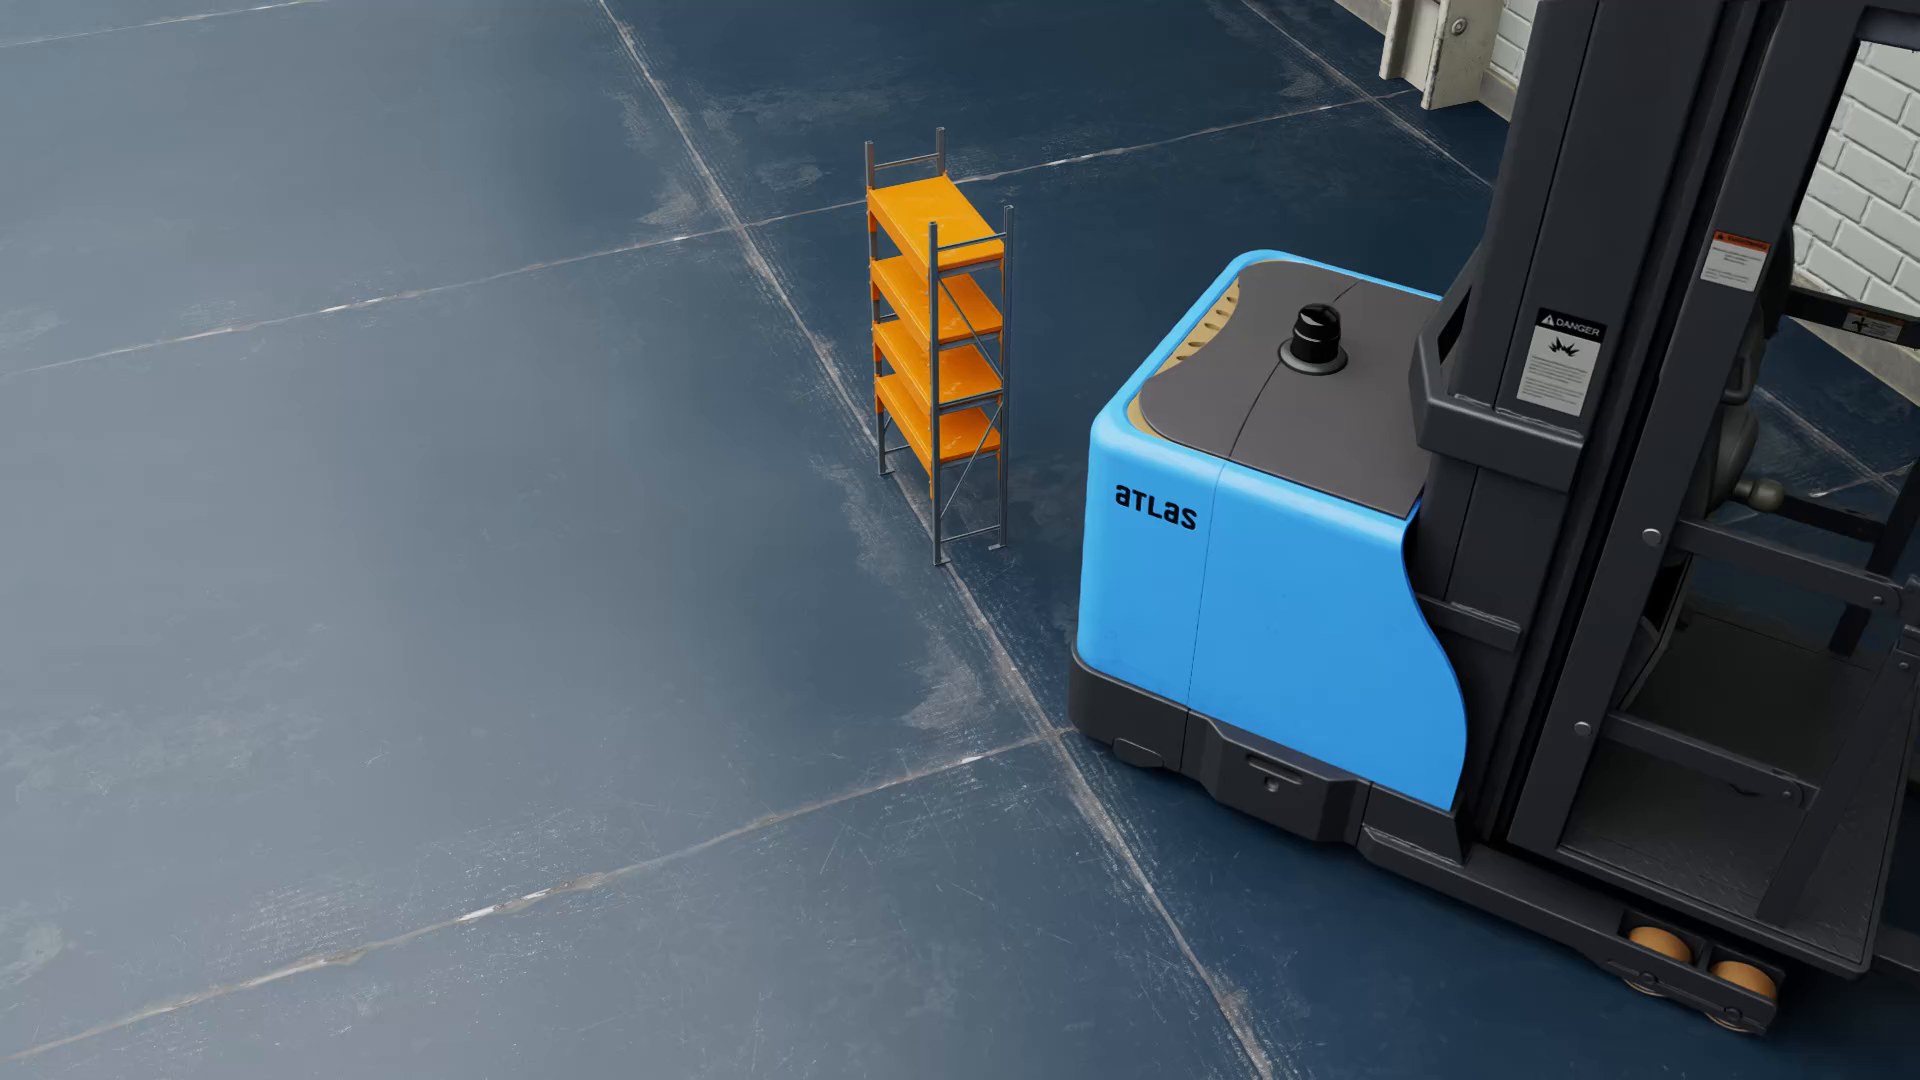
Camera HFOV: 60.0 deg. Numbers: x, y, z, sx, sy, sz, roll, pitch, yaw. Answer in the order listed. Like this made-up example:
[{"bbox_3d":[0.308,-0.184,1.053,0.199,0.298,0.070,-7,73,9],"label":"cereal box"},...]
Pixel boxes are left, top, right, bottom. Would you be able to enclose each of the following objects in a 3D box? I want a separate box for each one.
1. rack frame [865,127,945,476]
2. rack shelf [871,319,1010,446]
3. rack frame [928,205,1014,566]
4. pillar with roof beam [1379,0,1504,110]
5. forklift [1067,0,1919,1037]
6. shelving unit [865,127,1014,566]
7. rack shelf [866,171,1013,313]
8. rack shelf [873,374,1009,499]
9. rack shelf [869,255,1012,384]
[{"bbox_3d":[-0.157,-0.702,5.146,0.240,1.200,0.015,-15,43,-17],"label":"rack frame"},{"bbox_3d":[-0.063,-0.504,5.019,0.258,0.148,0.480,-15,43,-17],"label":"rack shelf"},{"bbox_3d":[0.030,-0.408,4.804,0.240,1.200,0.015,-15,43,-17],"label":"rack frame"},{"bbox_3d":[-1.803,-4.434,3.505,9.100,9.000,0.400,-15,43,-17],"label":"pillar with roof beam"},{"bbox_3d":[1.830,-0.358,3.418,3.031,2.935,1.130,21,45,22],"label":"forklift"},{"bbox_3d":[-0.063,-0.555,4.975,0.258,1.200,0.503,-15,43,-17],"label":"shelving unit"},{"bbox_3d":[-0.063,-0.853,4.719,0.258,0.148,0.480,-15,43,-17],"label":"rack shelf"},{"bbox_3d":[-0.063,-0.353,5.148,0.258,0.148,0.480,-15,43,-17],"label":"rack shelf"},{"bbox_3d":[-0.063,-0.673,4.873,0.258,0.148,0.480,-15,43,-17],"label":"rack shelf"}]
